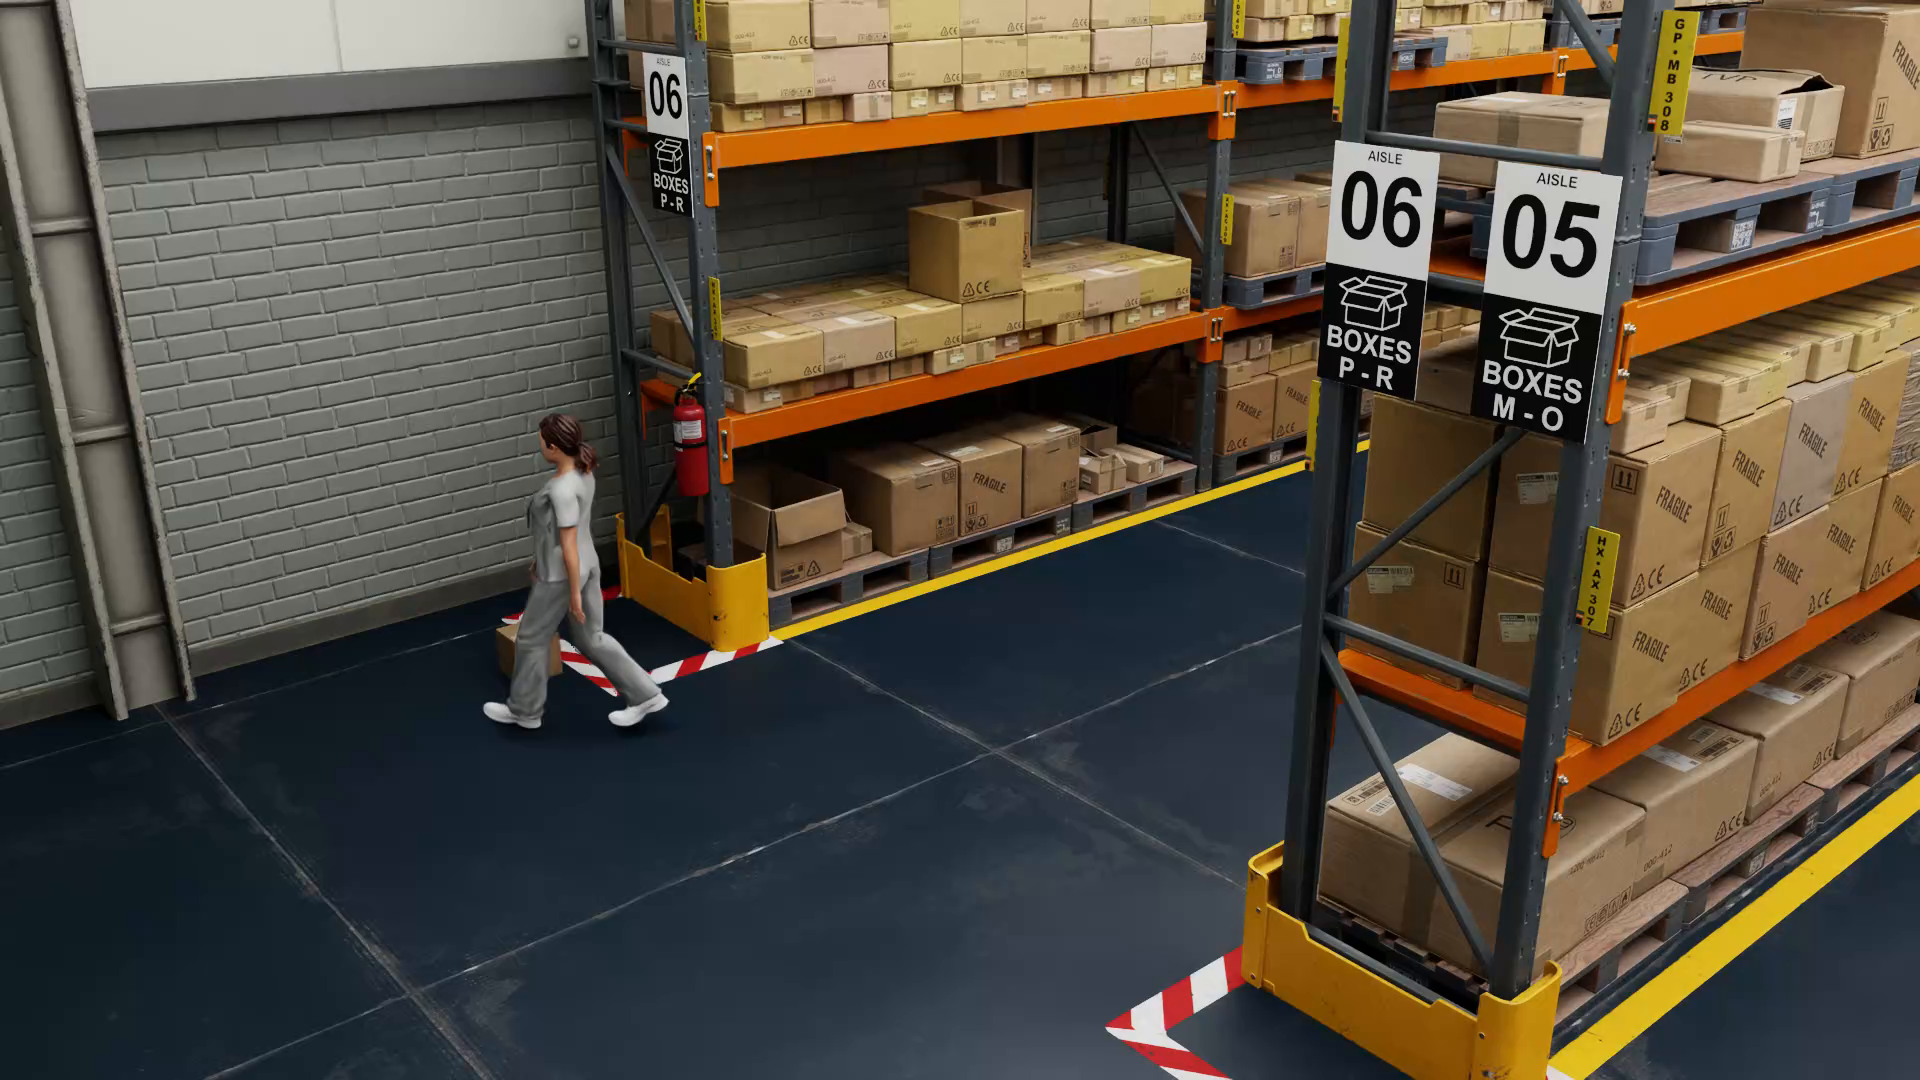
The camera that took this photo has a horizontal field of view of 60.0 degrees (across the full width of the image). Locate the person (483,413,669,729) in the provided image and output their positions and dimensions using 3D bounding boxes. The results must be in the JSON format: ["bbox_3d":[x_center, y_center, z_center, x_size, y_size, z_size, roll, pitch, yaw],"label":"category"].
[{"bbox_3d":[-1.941,0.170,8.167,0.940,1.634,0.506,4,21,11],"label":"person"}]
